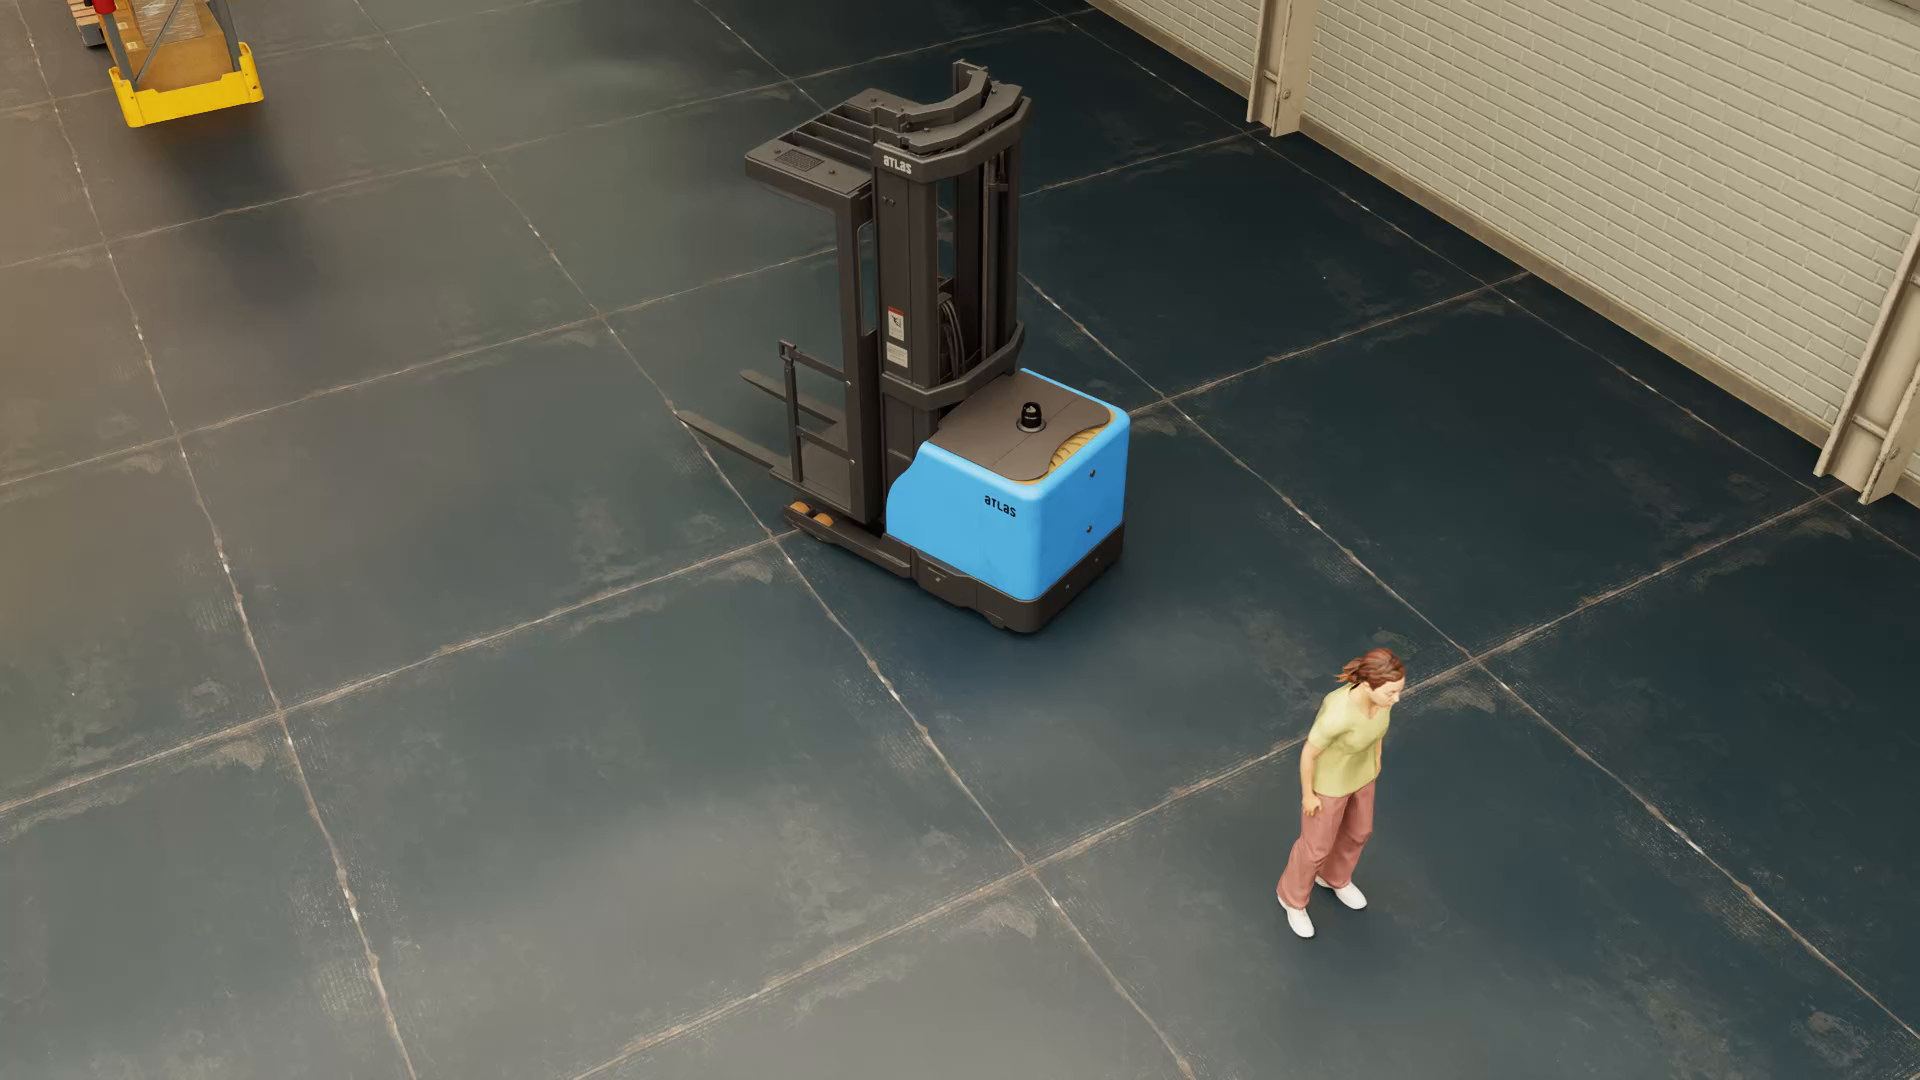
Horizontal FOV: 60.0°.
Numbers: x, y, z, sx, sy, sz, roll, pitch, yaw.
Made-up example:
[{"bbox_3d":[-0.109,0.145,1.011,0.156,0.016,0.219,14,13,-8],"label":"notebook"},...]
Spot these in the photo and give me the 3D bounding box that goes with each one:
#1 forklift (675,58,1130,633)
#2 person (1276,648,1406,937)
[{"bbox_3d":[-0.481,-1.366,9.683,3.031,2.935,1.130,26,46,28],"label":"forklift"},{"bbox_3d":[1.776,1.118,7.676,0.507,1.671,0.365,-23,45,-25],"label":"person"}]
